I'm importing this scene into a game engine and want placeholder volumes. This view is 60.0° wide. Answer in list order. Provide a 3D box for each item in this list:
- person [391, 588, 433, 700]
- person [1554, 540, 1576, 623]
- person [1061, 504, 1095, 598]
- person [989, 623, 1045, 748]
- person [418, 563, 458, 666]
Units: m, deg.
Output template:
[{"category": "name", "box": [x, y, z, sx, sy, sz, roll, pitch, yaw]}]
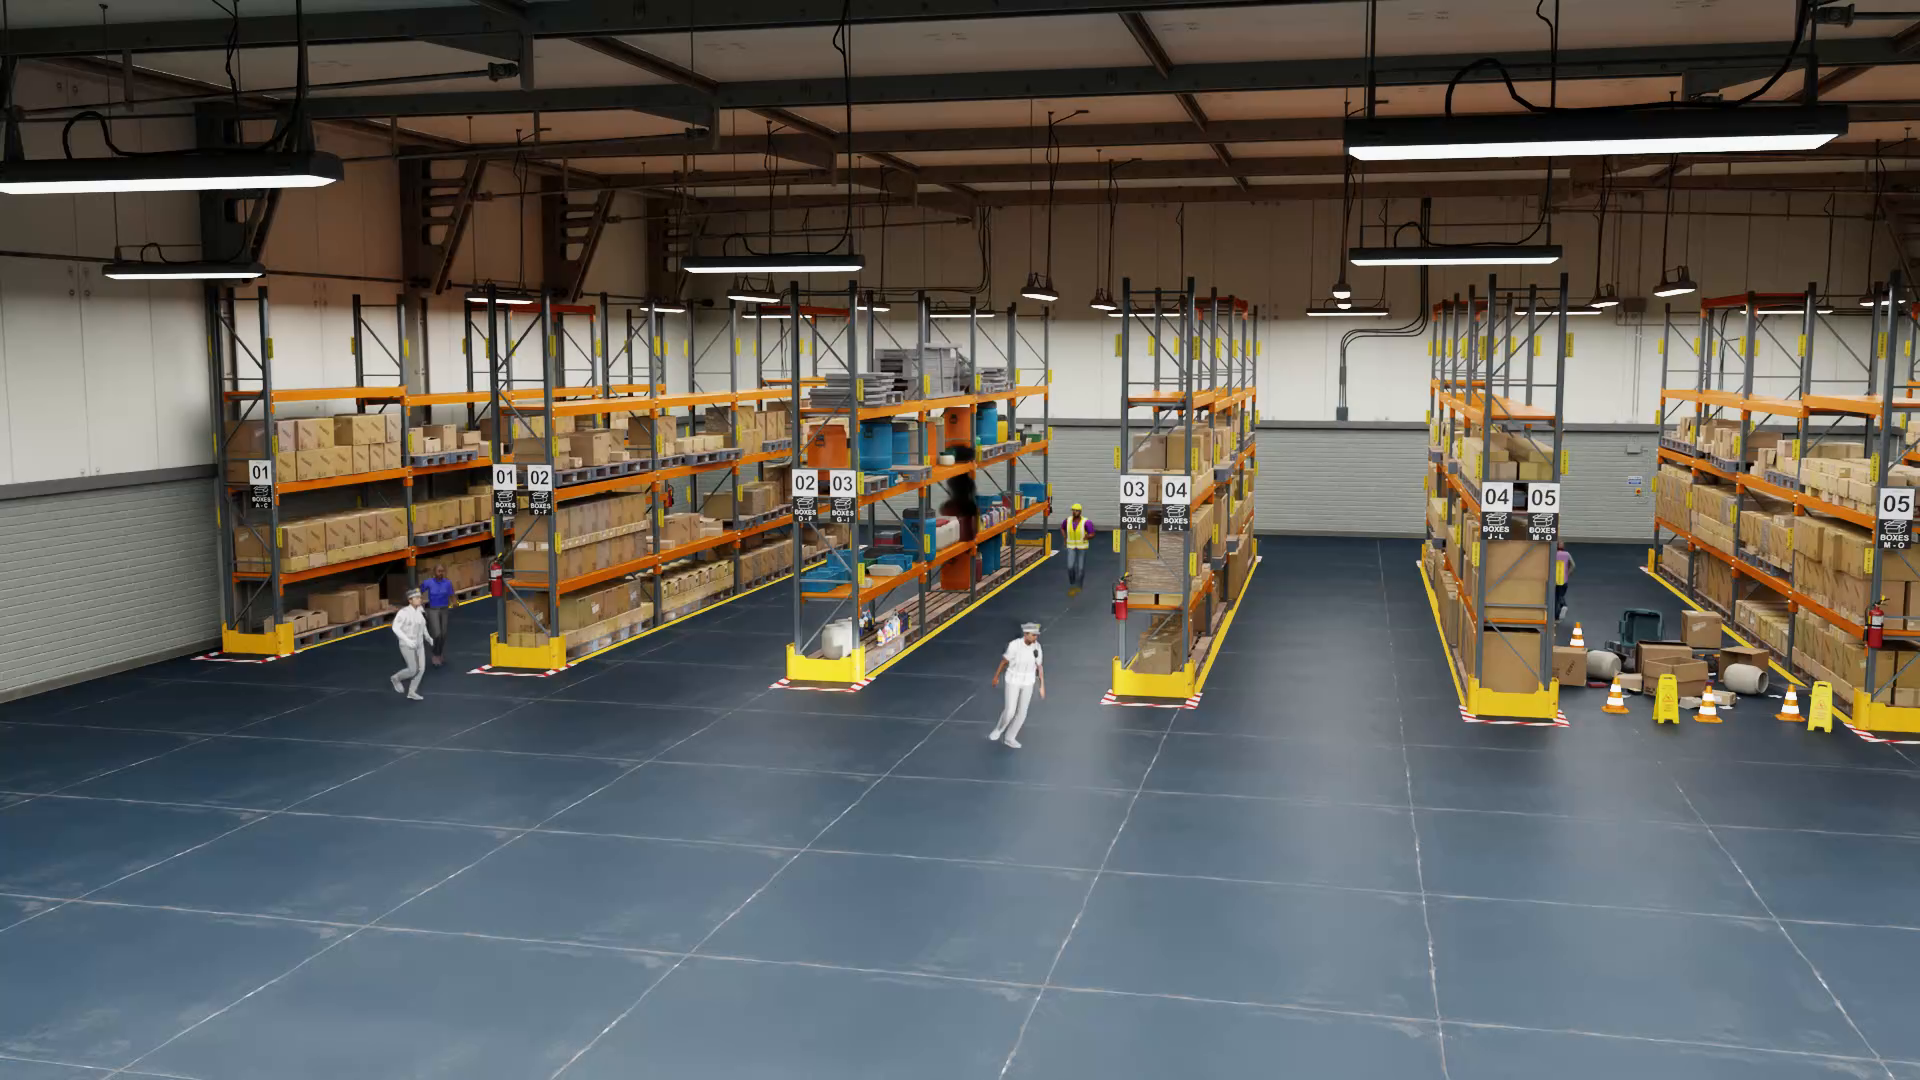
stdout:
[{"category": "person", "box": [-7.897, 1.477, 23.796, 0.588, 1.627, 0.615, 4, 8, 30]}, {"category": "person", "box": [10.980, 0.762, 30.420, 0.539, 1.526, 0.580, 1, 7, 7]}, {"category": "person", "box": [2.238, 0.204, 31.902, 0.690, 1.813, 0.688, 1, 7, 12]}, {"category": "person", "box": [0.722, 1.818, 20.869, 0.625, 1.615, 0.566, -3, 7, -21]}, {"category": "person", "box": [-8.255, 1.182, 26.322, 0.570, 1.633, 0.763, -5, 8, -37]}]
